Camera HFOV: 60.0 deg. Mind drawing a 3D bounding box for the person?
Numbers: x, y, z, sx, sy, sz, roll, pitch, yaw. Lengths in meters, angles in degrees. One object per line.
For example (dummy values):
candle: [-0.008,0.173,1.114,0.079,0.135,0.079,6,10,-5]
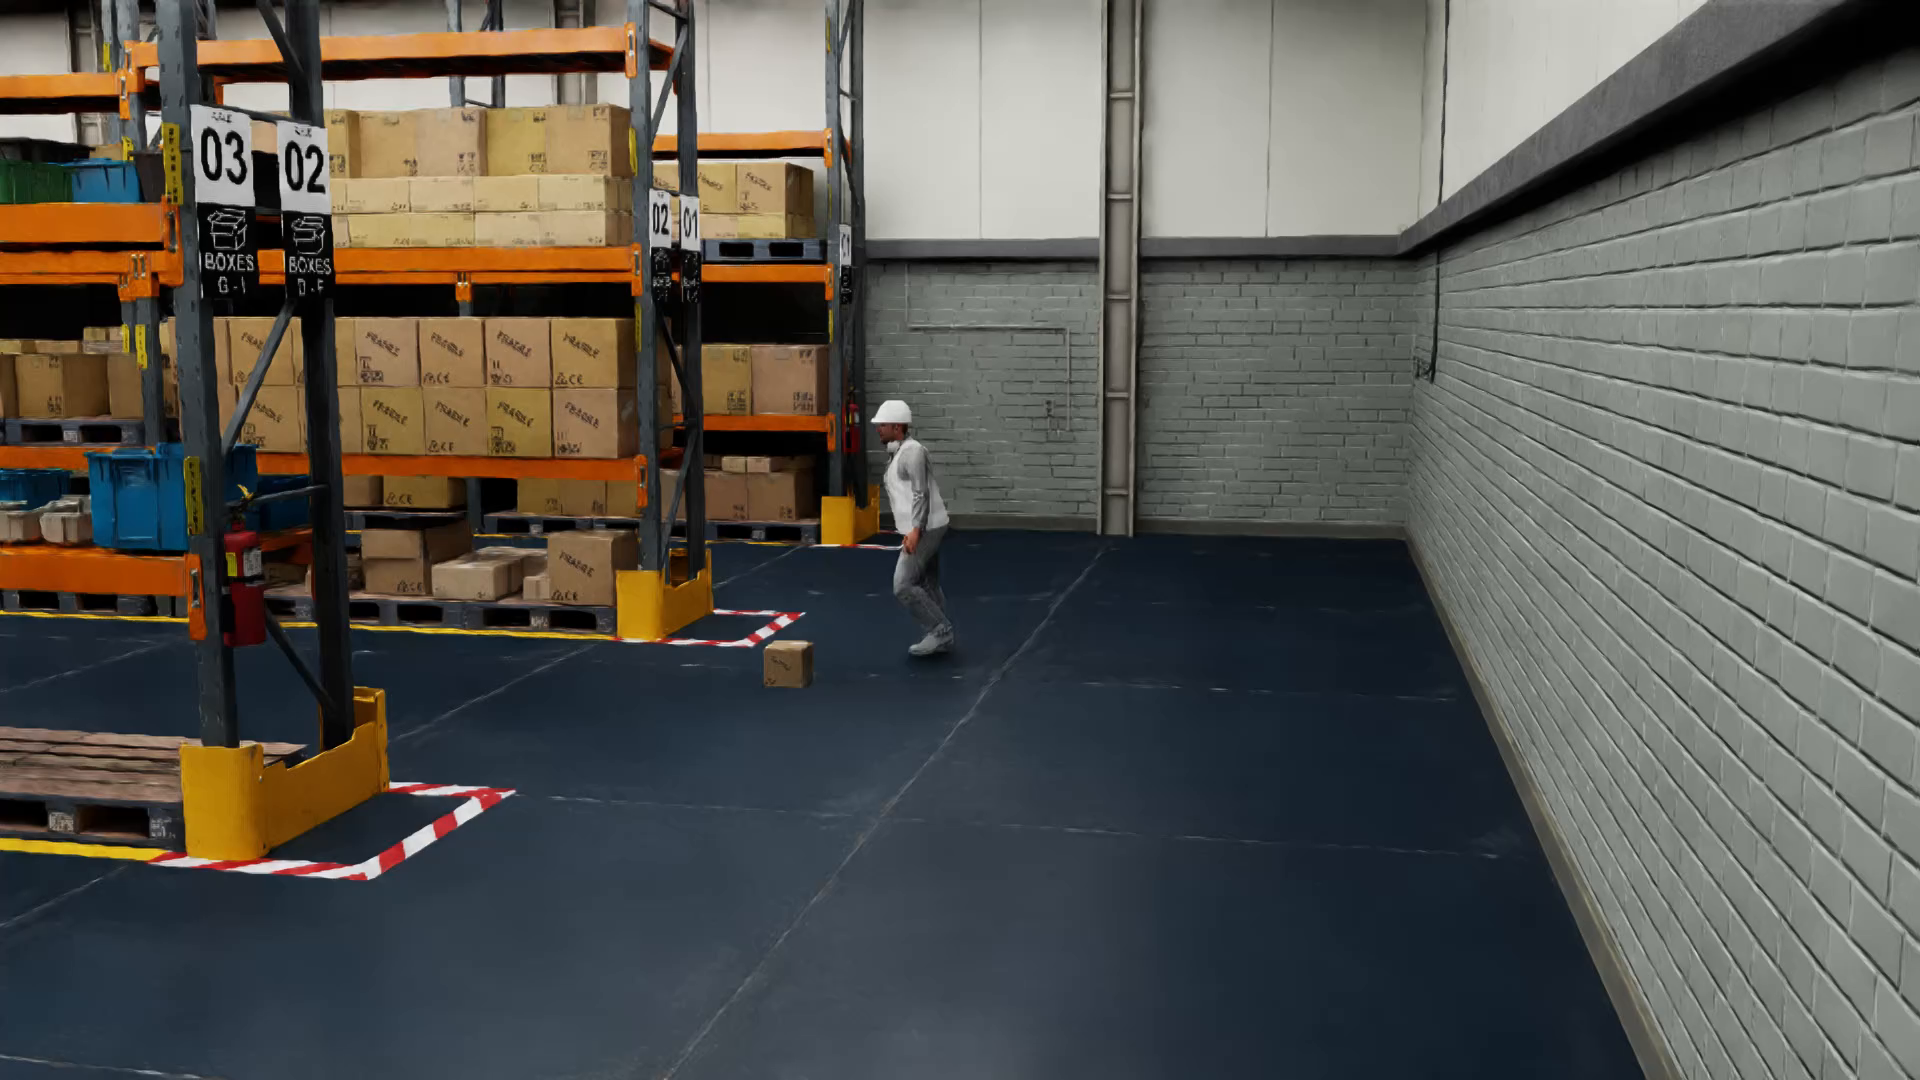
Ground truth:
person: [-0.314,-0.072,11.203,0.595,1.747,0.562,-2,8,-12]
